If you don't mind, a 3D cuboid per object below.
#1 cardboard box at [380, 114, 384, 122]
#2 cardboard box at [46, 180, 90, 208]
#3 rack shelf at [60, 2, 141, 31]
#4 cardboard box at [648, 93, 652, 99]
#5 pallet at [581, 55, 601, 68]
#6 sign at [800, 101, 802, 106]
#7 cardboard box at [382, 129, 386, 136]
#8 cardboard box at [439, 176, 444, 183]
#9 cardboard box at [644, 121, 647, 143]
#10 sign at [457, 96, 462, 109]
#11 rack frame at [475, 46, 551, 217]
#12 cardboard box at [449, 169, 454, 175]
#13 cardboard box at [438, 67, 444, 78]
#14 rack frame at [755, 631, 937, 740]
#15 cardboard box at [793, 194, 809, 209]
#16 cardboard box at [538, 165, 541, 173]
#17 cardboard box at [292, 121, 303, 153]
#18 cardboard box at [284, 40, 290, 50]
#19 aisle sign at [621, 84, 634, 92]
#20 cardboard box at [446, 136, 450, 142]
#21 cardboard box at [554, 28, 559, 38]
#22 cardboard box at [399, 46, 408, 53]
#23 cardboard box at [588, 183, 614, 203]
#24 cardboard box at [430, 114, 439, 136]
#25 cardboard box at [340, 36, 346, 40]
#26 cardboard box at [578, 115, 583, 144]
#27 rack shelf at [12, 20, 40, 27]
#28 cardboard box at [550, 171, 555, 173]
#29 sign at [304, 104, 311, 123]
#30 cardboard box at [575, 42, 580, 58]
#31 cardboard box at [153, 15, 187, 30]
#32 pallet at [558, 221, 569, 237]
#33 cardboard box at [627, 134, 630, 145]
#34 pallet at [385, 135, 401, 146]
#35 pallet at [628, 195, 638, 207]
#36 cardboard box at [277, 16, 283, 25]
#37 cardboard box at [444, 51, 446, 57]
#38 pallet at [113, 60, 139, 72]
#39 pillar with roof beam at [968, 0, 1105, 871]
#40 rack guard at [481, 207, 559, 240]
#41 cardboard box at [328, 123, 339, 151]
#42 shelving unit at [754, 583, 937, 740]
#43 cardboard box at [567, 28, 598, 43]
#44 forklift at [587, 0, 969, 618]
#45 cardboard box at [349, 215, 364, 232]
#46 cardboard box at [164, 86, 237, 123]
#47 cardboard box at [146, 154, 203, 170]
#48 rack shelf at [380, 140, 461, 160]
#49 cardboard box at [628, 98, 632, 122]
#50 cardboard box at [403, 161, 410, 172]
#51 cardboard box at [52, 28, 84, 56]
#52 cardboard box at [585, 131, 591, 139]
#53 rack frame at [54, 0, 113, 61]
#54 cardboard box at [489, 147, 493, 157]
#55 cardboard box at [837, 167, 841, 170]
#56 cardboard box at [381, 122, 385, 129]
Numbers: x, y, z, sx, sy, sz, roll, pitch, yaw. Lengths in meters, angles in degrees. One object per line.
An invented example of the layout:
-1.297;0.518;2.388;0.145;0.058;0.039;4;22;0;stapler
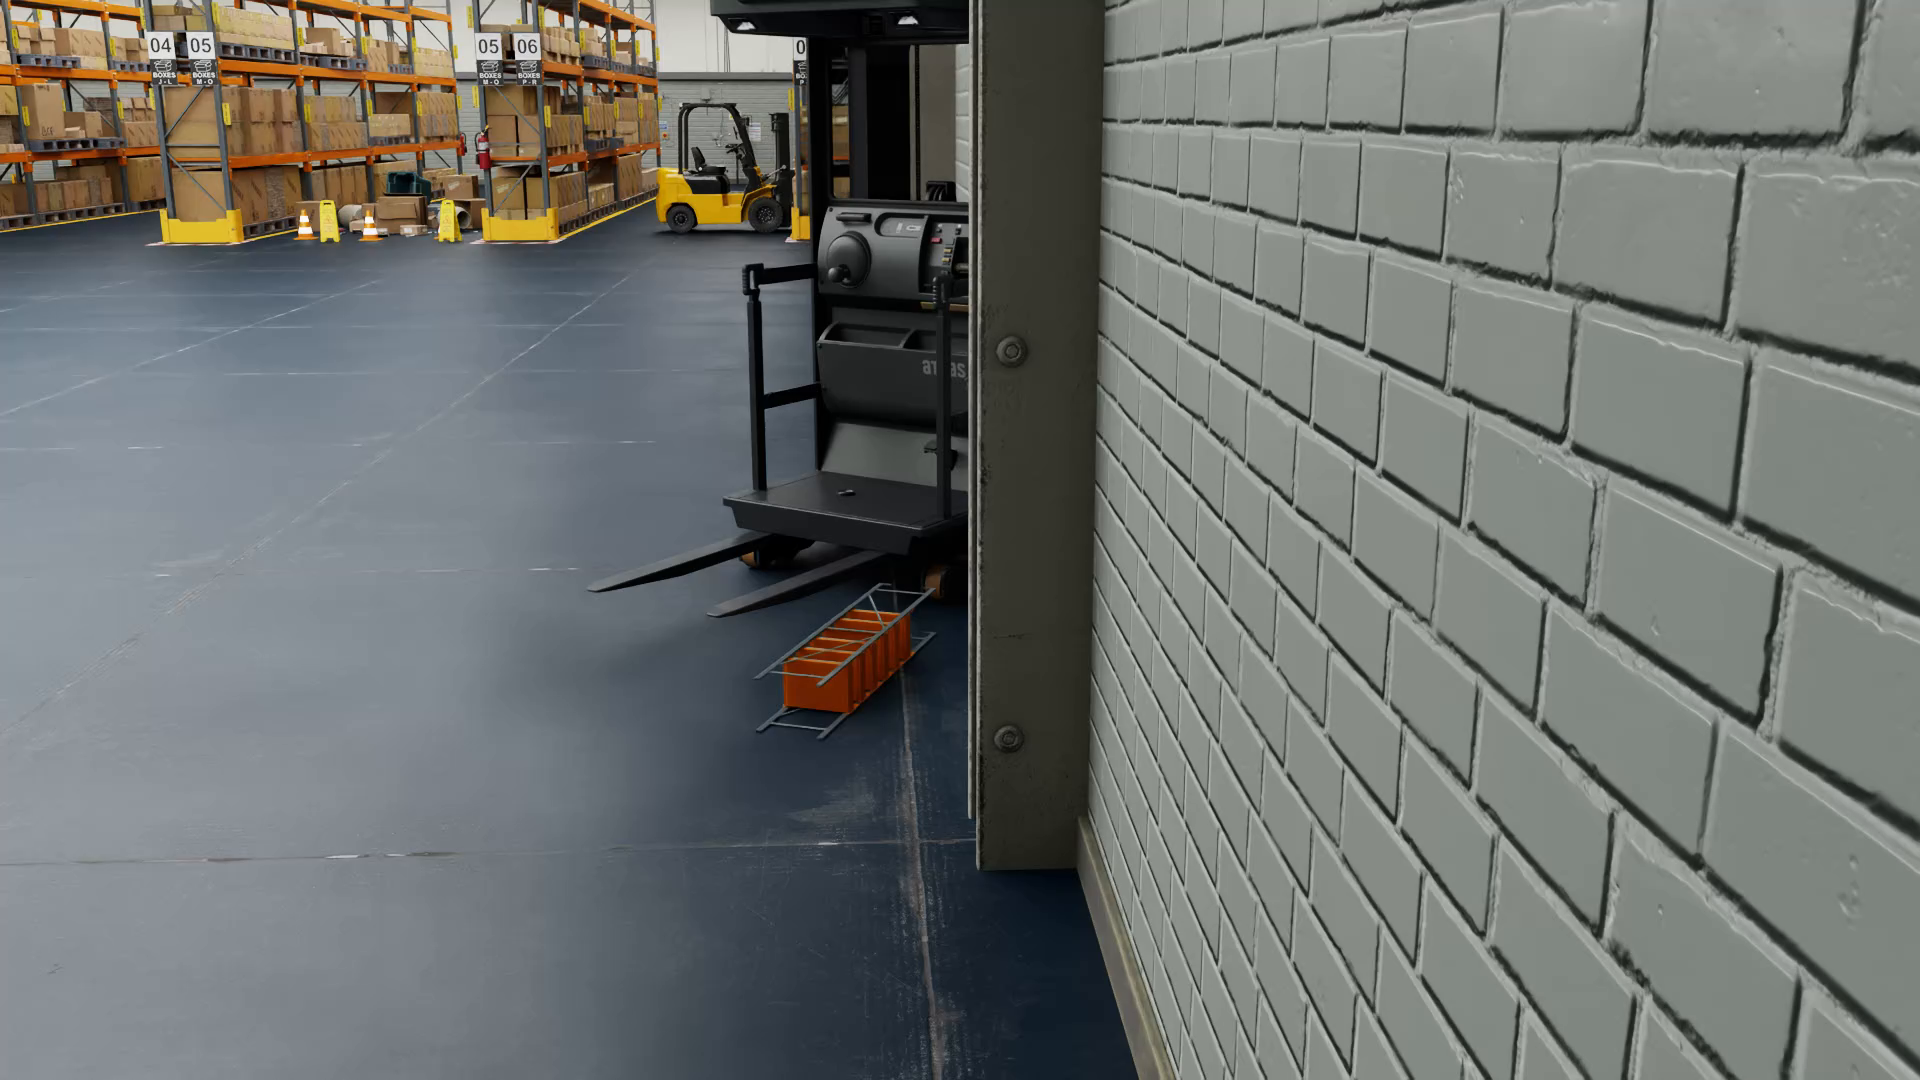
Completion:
-12.437;-8.945;35.241;0.380;0.149;0.250;0;14;-1;cardboard box
-17.343;-6.703;32.191;0.700;0.500;0.500;0;14;1;cardboard box
-17.618;-11.006;34.989;1.077;0.370;4.000;-1;14;-3;rack shelf
-7.762;-10.859;40.704;0.380;0.149;0.250;-1;14;-2;cardboard box
-7.287;-8.820;30.644;1.213;0.211;1.003;-1;14;-3;pallet
-2.942;-7.892;30.517;0.100;0.325;0.005;-1;14;-3;sign
-12.434;-8.660;35.325;0.380;0.149;0.250;0;14;-2;cardboard box
-12.594;-8.636;39.854;0.380;0.149;0.250;-1;14;-3;cardboard box
-7.645;-9.587;39.068;0.500;0.500;0.500;-1;14;-3;cardboard box
-12.477;-10.904;41.426;0.100;0.325;0.005;-1;14;-3;sign
-7.107;-6.309;26.525;1.000;3.000;0.127;-1;14;-3;rack frame
-12.646;-9.043;40.839;0.380;0.149;0.250;-1;14;-5;cardboard box
-12.684;-11.207;39.844;0.500;0.250;0.500;0;14;-1;cardboard box
-0.386;0.502;6.052;0.240;0.006;1.200;4;15;17;rack frame
-2.495;-5.616;27.506;0.500;0.250;0.500;-1;14;-4;cardboard box
-7.606;-6.542;29.300;0.380;0.149;0.250;0;14;-1;cardboard box
-12.254;-7.183;29.622;0.875;0.550;0.550;-1;14;-3;cardboard box
-11.932;-8.636;29.013;0.380;0.149;0.250;-1;14;-3;cardboard box
-8.392;-11.560;41.719;0.394;0.787;0.004;-1;14;-3;aisle sign
-12.683;-9.800;40.600;0.380;0.149;0.250;0;14;-2;cardboard box
-6.898;-8.433;27.666;0.380;0.149;0.250;0;14;-2;cardboard box
-12.561;-11.083;37.558;0.380;0.149;0.250;-1;14;-4;cardboard box
-7.578;-7.088;33.986;0.950;0.372;0.625;-2;15;-7;cardboard box
-12.597;-9.760;39.141;0.500;0.500;0.500;-1;14;-5;cardboard box
-12.868;-10.292;34.252;0.396;0.266;0.258;-1;14;-3;cardboard box
-7.079;-7.389;29.928;0.500;0.500;0.500;-1;14;-5;cardboard box
-22.809;-11.924;38.558;1.077;0.370;4.000;-1;14;-3;rack shelf
-7.588;-6.387;30.002;0.500;0.500;0.500;0;14;-1;cardboard box
-11.735;-7.668;29.914;0.100;0.325;0.005;-1;14;-3;sign
-7.059;-8.721;29.587;0.500;0.250;0.500;-1;14;-4;cardboard box
-12.350;-8.100;26.130;0.500;0.250;0.500;-1;14;-3;cardboard box
-7.127;-5.180;27.734;1.003;0.211;1.213;-1;14;-3;pallet
-7.492;-8.732;36.244;0.500;0.250;0.500;-1;14;-3;cardboard box
-12.700;-8.595;35.798;1.003;0.211;1.213;-1;14;-3;pallet
-7.649;-7.448;36.549;1.003;0.211;1.213;-1;14;-3;pallet
-11.918;-8.959;28.669;0.380;0.149;0.250;-1;14;-4;cardboard box
-12.780;-11.861;40.582;0.380;0.149;0.250;-1;14;-3;cardboard box
-17.586;-9.666;33.932;1.213;0.211;1.003;0;14;-1;pallet
-4.106;-3.443;3.350;9.100;9.000;0.400;-1;14;-3;pillar with roof beam
-7.112;-5.117;26.910;1.175;0.500;0.348;-1;14;-3;rack guard
-12.113;-7.635;31.480;0.500;0.500;0.500;-1;14;-4;cardboard box
-0.386;0.414;6.029;0.258;0.189;1.200;4;15;17;shelving unit
-7.032;-9.404;30.992;0.500;0.250;0.500;-1;14;-5;cardboard box
-0.340;-1.288;7.148;1.130;2.935;3.031;9;17;32;forklift
-10.344;-5.479;28.787;0.396;0.266;0.258;2;15;6;cardboard box
-12.026;-6.895;26.338;0.875;0.550;0.550;-1;14;-3;cardboard box
-17.682;-8.155;37.125;1.225;0.875;0.875;-1;14;-3;cardboard box
-12.909;-9.340;39.753;1.077;0.370;4.000;-1;14;-3;rack shelf
-7.521;-9.463;36.580;0.500;0.500;0.500;0;14;-2;cardboard box
-12.468;-8.238;36.693;0.500;0.250;0.500;0;14;-1;cardboard box
-17.156;-9.523;31.794;0.500;0.500;0.500;-1;14;-2;cardboard box
-7.074;-7.527;30.924;0.380;0.149;0.250;-1;14;-3;cardboard box
-17.494;-11.051;32.916;1.000;3.000;0.127;-1;14;-3;rack frame
-7.470;-6.338;27.143;0.380;0.149;0.250;-1;14;-4;cardboard box
-2.455;-7.944;35.755;0.380;0.149;0.250;-1;14;-3;cardboard box
-12.436;-8.804;35.289;0.380;0.149;0.250;-1;14;-3;cardboard box
